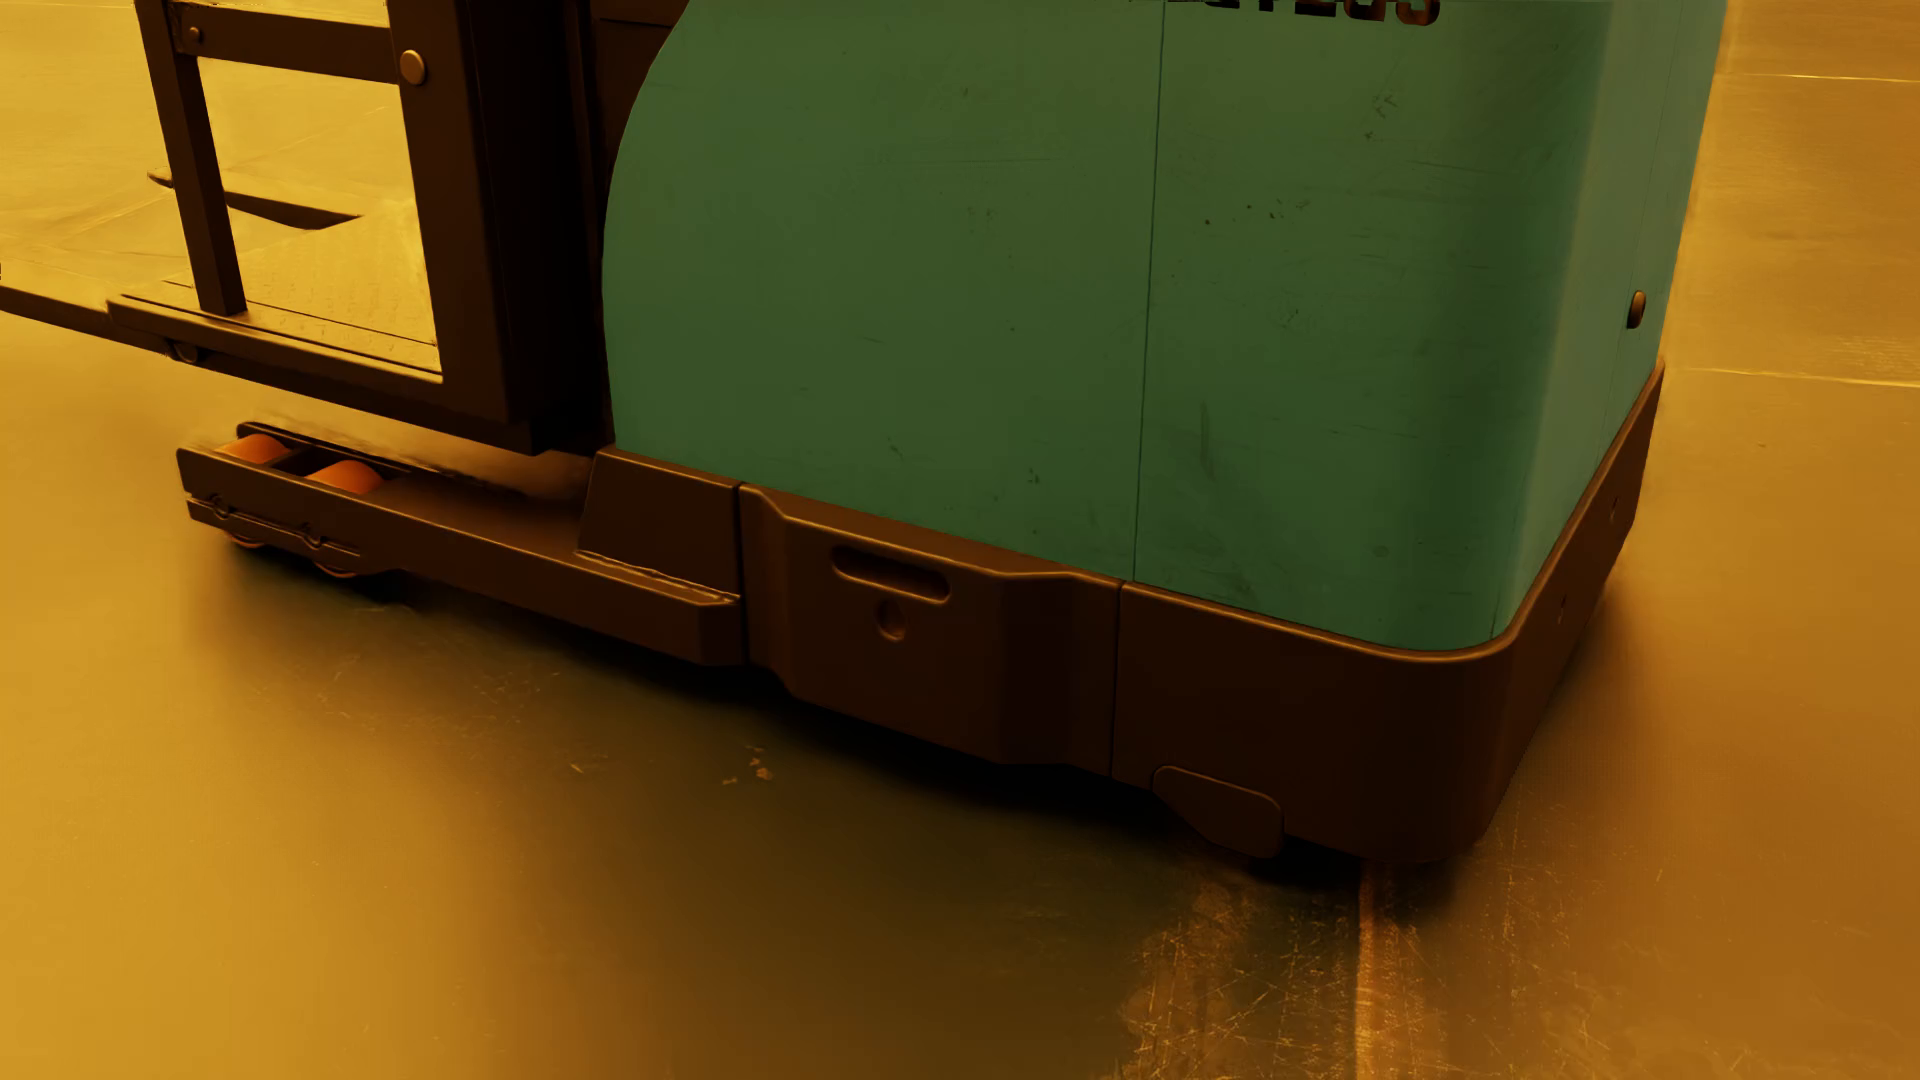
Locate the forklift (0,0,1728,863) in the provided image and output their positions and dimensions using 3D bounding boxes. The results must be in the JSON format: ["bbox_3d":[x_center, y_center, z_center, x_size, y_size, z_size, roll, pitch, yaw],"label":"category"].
[{"bbox_3d":[-0.558,-1.443,2.106,3.031,2.935,1.130,15,30,26],"label":"forklift"}]
